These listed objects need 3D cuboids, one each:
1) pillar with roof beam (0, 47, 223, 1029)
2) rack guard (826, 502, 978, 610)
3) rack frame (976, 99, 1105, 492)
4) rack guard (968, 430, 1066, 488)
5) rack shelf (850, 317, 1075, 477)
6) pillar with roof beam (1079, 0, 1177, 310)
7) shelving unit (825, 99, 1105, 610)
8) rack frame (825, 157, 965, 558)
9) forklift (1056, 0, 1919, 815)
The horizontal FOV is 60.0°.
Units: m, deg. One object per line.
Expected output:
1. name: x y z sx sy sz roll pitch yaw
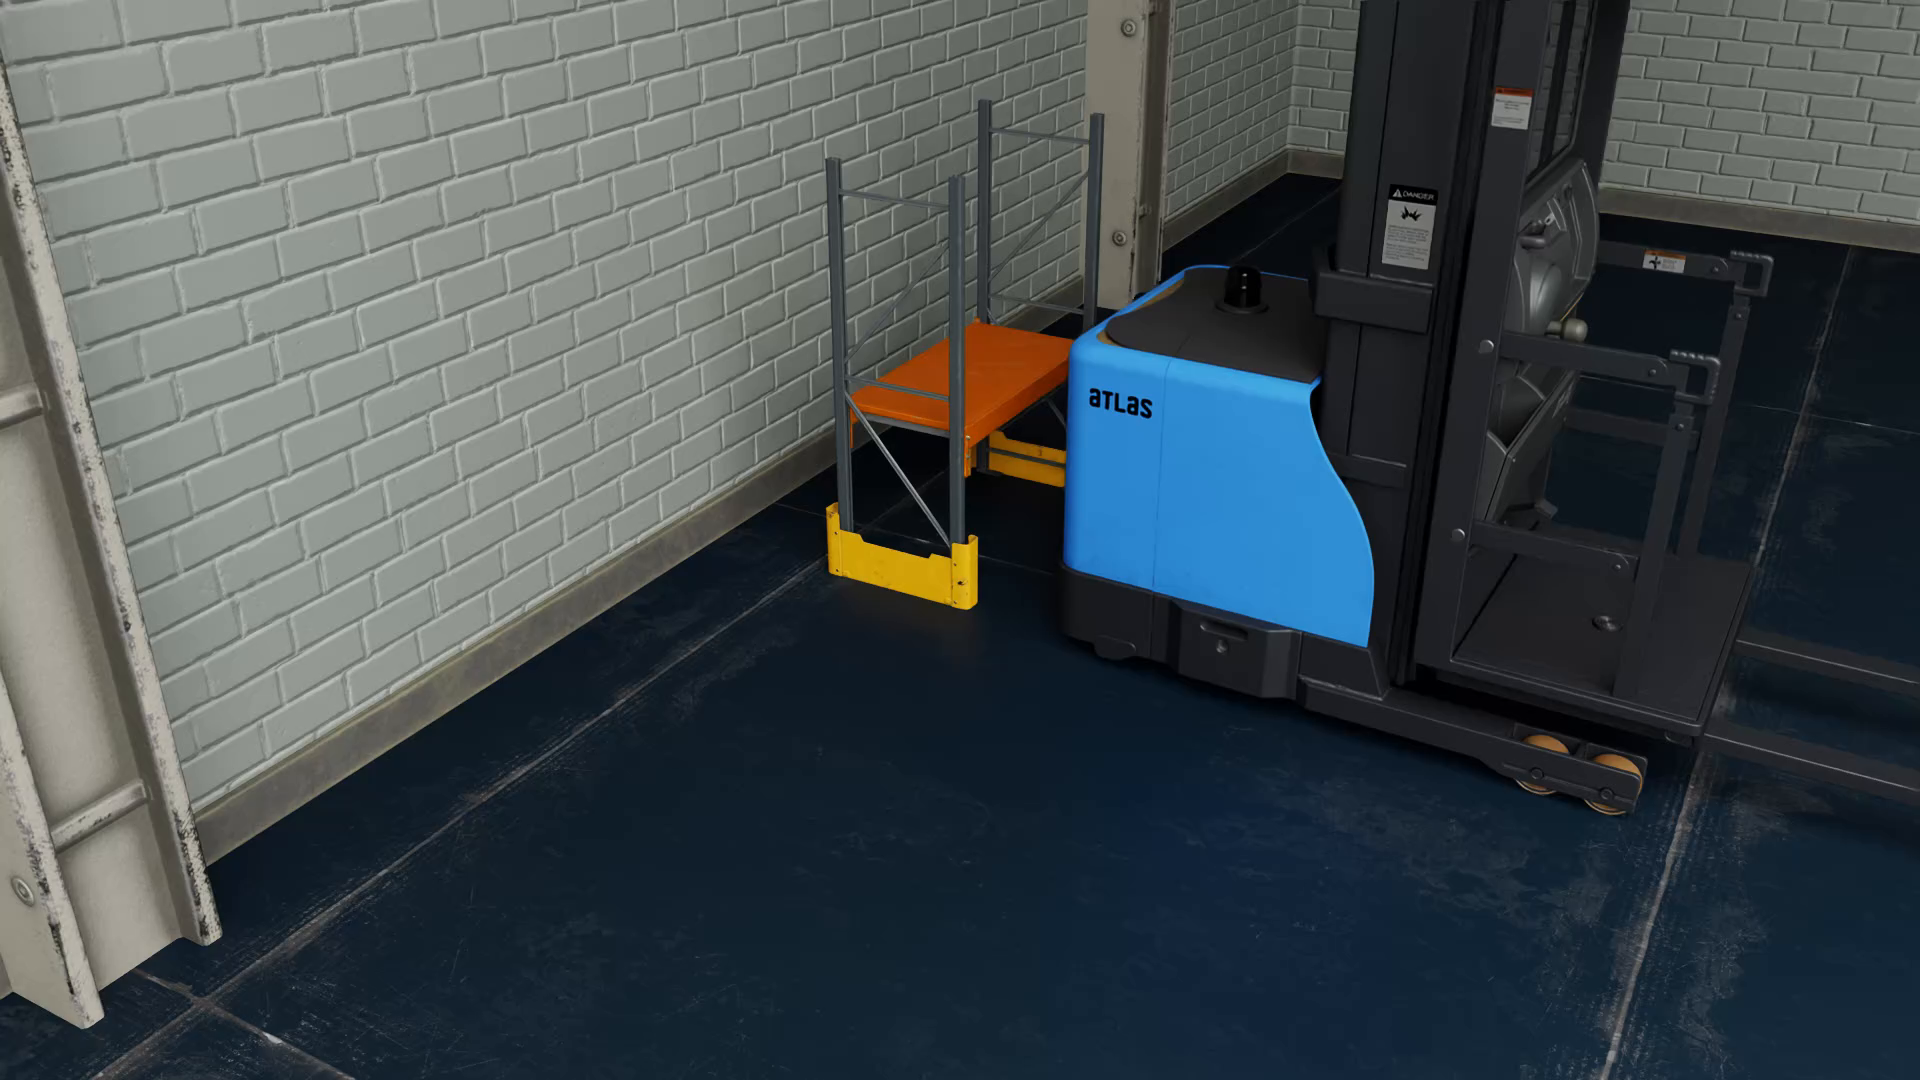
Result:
1. pillar with roof beam: 1.641 -2.028 0.248 9.100 9.000 0.400 14 30 26
2. rack guard: -0.207 0.053 5.866 0.587 0.250 0.087 14 30 26
3. rack frame: 0.292 -0.902 6.376 0.500 1.500 0.032 14 30 26
4. rack guard: 0.282 -0.336 6.641 0.587 0.250 0.087 14 30 26
5. rack shelf: 0.042 -0.543 6.061 0.538 0.185 1.000 14 30 26
6. pillar with roof beam: 4.592 -4.366 4.920 9.100 9.000 0.400 14 30 26
7. shelving unit: 0.038 -0.700 5.974 0.587 1.500 1.083 14 30 26
8. rack frame: -0.208 -0.506 5.585 0.500 1.500 0.032 14 30 26
9. forklift: 1.851 -0.807 4.588 3.031 2.935 1.130 15 30 27
